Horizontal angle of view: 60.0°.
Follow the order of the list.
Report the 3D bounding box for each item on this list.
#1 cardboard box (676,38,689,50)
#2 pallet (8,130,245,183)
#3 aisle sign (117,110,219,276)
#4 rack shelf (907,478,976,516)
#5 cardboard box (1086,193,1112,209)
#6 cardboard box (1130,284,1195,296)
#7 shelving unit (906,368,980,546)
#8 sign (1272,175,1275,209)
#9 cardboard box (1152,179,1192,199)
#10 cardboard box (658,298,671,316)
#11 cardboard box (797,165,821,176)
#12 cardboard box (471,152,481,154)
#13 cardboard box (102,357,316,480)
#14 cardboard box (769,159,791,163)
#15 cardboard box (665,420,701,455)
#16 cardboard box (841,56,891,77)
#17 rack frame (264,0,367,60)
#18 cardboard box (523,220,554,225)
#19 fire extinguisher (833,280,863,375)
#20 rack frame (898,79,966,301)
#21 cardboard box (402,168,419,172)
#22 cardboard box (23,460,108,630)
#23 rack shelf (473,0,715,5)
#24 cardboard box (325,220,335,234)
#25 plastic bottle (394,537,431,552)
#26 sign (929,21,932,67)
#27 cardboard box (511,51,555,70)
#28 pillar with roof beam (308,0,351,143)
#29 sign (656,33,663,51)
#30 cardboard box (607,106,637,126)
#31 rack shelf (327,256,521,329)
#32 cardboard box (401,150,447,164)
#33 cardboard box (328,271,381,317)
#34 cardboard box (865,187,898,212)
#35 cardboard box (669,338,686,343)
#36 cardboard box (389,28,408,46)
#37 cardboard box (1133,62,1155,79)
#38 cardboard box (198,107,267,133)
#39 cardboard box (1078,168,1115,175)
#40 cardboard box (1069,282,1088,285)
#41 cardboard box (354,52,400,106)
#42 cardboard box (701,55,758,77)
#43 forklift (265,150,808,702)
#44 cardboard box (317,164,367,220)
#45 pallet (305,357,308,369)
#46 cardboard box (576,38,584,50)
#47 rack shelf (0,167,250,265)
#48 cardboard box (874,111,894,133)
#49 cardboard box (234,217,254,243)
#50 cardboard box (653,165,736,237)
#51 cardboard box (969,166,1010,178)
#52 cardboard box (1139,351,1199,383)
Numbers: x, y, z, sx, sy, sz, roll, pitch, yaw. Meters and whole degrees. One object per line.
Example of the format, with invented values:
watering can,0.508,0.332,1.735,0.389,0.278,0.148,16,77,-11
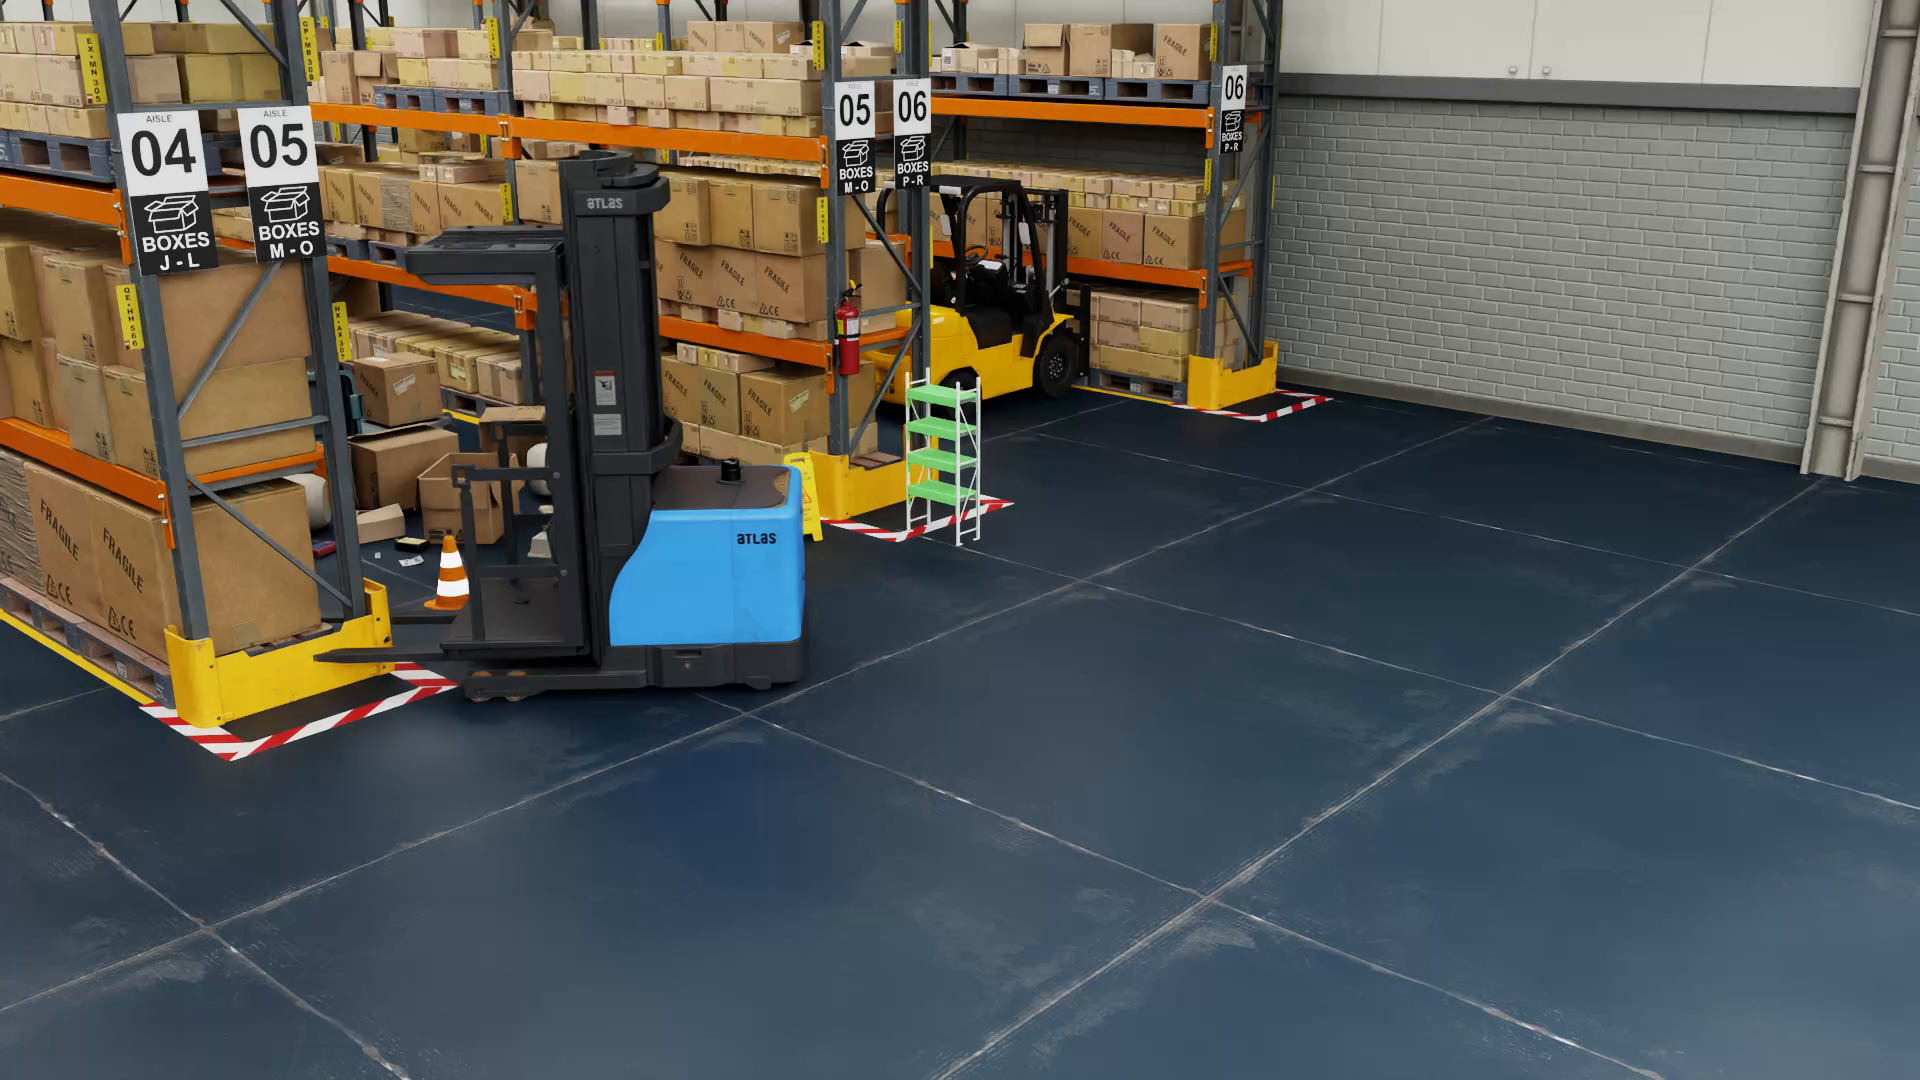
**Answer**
cardboard box,-3.388,-6.277,21.071,0.250,0.149,0.380,14,22,37
pallet,-4.376,-2.115,9.004,1.213,0.211,1.003,15,23,39
aisle sign,-3.961,-1.738,8.330,0.004,0.787,0.394,15,23,39
rack shelf,-0.124,-0.316,12.127,0.480,0.148,0.258,15,23,39
cardboard box,1.469,-3.413,16.671,0.250,0.149,0.380,14,22,38
cardboard box,2.077,-2.450,17.070,0.500,0.250,0.500,15,23,39
shelving unit,-0.124,-0.605,12.035,0.503,1.200,0.258,15,23,39
sign,3.060,-3.419,16.365,0.005,0.325,0.100,15,23,39
cardboard box,2.074,-3.410,16.168,0.250,0.149,0.380,15,23,39
cardboard box,-2.416,-1.965,13.760,0.250,0.149,0.380,15,23,39
cardboard box,-1.683,-4.273,19.379,0.250,0.149,0.380,15,23,40
cardboard box,-6.859,-5.584,24.504,0.500,0.250,0.500,15,23,39
cardboard box,-4.122,-0.716,9.162,0.550,0.550,0.875,15,23,39
cardboard box,-2.122,-4.591,20.383,0.250,0.149,0.380,15,23,39
cardboard box,-2.165,-0.921,13.907,0.500,0.250,0.500,14,22,37
cardboard box,-0.735,-3.528,12.409,0.250,0.149,0.380,15,23,39
rack frame,-6.588,-6.186,16.729,0.127,3.000,1.000,15,23,39
cardboard box,-3.452,-2.562,14.568,0.500,0.500,0.500,15,23,39
fire extinguisher,-0.825,-1.557,12.186,0.183,0.674,0.296,15,23,39
rack frame,-0.304,-3.648,18.647,0.127,3.000,1.000,15,23,39
cardboard box,-5.291,-3.486,16.786,0.500,0.500,0.500,13,22,36
cardboard box,-5.025,-0.065,10.177,0.875,0.875,0.875,15,23,38
rack shelf,-4.792,-7.178,21.704,4.000,0.370,1.077,15,23,39
cardboard box,-6.279,-3.236,17.070,0.250,0.149,0.380,13,22,36
plastic bottle,-3.951,0.031,11.914,0.283,0.061,0.133,7,19,21
sign,-0.245,-3.690,12.376,0.005,0.325,0.100,15,23,39
cardboard box,-3.577,-4.077,14.137,0.250,0.149,0.380,15,23,38
pillar with roof beam,-13.556,-8.688,24.611,0.400,9.000,9.100,15,23,39
sign,-3.658,-6.005,20.260,0.005,0.325,0.100,15,23,39
cardboard box,-2.620,-3.437,13.440,0.250,0.149,0.380,14,23,38
rack shelf,-5.092,-2.583,16.480,4.000,0.370,1.077,15,23,39
cardboard box,-7.964,-5.675,24.792,0.500,0.250,0.500,14,23,38
cardboard box,-7.050,-2.672,18.390,0.875,0.875,0.875,15,23,39
cardboard box,-0.841,-3.855,18.722,0.500,0.250,0.500,14,23,38
cardboard box,-2.212,-1.509,14.519,0.500,0.500,0.500,17,24,42
cardboard box,-7.974,-7.345,24.269,0.500,0.250,0.500,16,24,41
cardboard box,1.866,-4.500,15.929,0.250,0.149,0.380,14,22,38
cardboard box,-3.858,-2.280,8.933,0.250,0.149,0.380,15,23,40
cardboard box,1.440,-3.776,17.321,0.250,0.149,0.380,15,23,40
cardboard box,0.992,-2.536,17.343,0.500,0.250,0.500,14,23,38
cardboard box,-5.428,-4.506,16.222,0.637,0.503,0.797,15,23,39
cardboard box,-1.758,-3.633,12.738,0.250,0.149,0.380,15,23,39
forklift,-2.423,-0.660,9.346,3.031,2.935,1.130,-1,18,-3
cardboard box,-6.405,-3.574,17.063,0.500,0.500,0.500,14,22,38
pallet,-7.128,-2.173,18.611,1.213,0.211,1.003,15,23,39
cardboard box,-4.720,-6.403,21.468,0.250,0.149,0.380,15,23,39
rack shelf,-5.311,-2.069,9.903,4.000,0.370,1.077,15,23,39
cardboard box,-0.637,-3.171,12.601,0.250,0.149,0.380,15,23,39
cardboard box,-7.531,-3.397,18.106,0.500,0.250,0.500,16,23,40
cardboard box,-2.236,-2.754,13.521,0.500,0.500,0.700,15,23,39
cardboard box,0.314,-3.859,17.583,0.250,0.149,0.380,16,23,40
cardboard box,2.126,-1.757,16.540,0.500,0.250,0.500,15,23,40
